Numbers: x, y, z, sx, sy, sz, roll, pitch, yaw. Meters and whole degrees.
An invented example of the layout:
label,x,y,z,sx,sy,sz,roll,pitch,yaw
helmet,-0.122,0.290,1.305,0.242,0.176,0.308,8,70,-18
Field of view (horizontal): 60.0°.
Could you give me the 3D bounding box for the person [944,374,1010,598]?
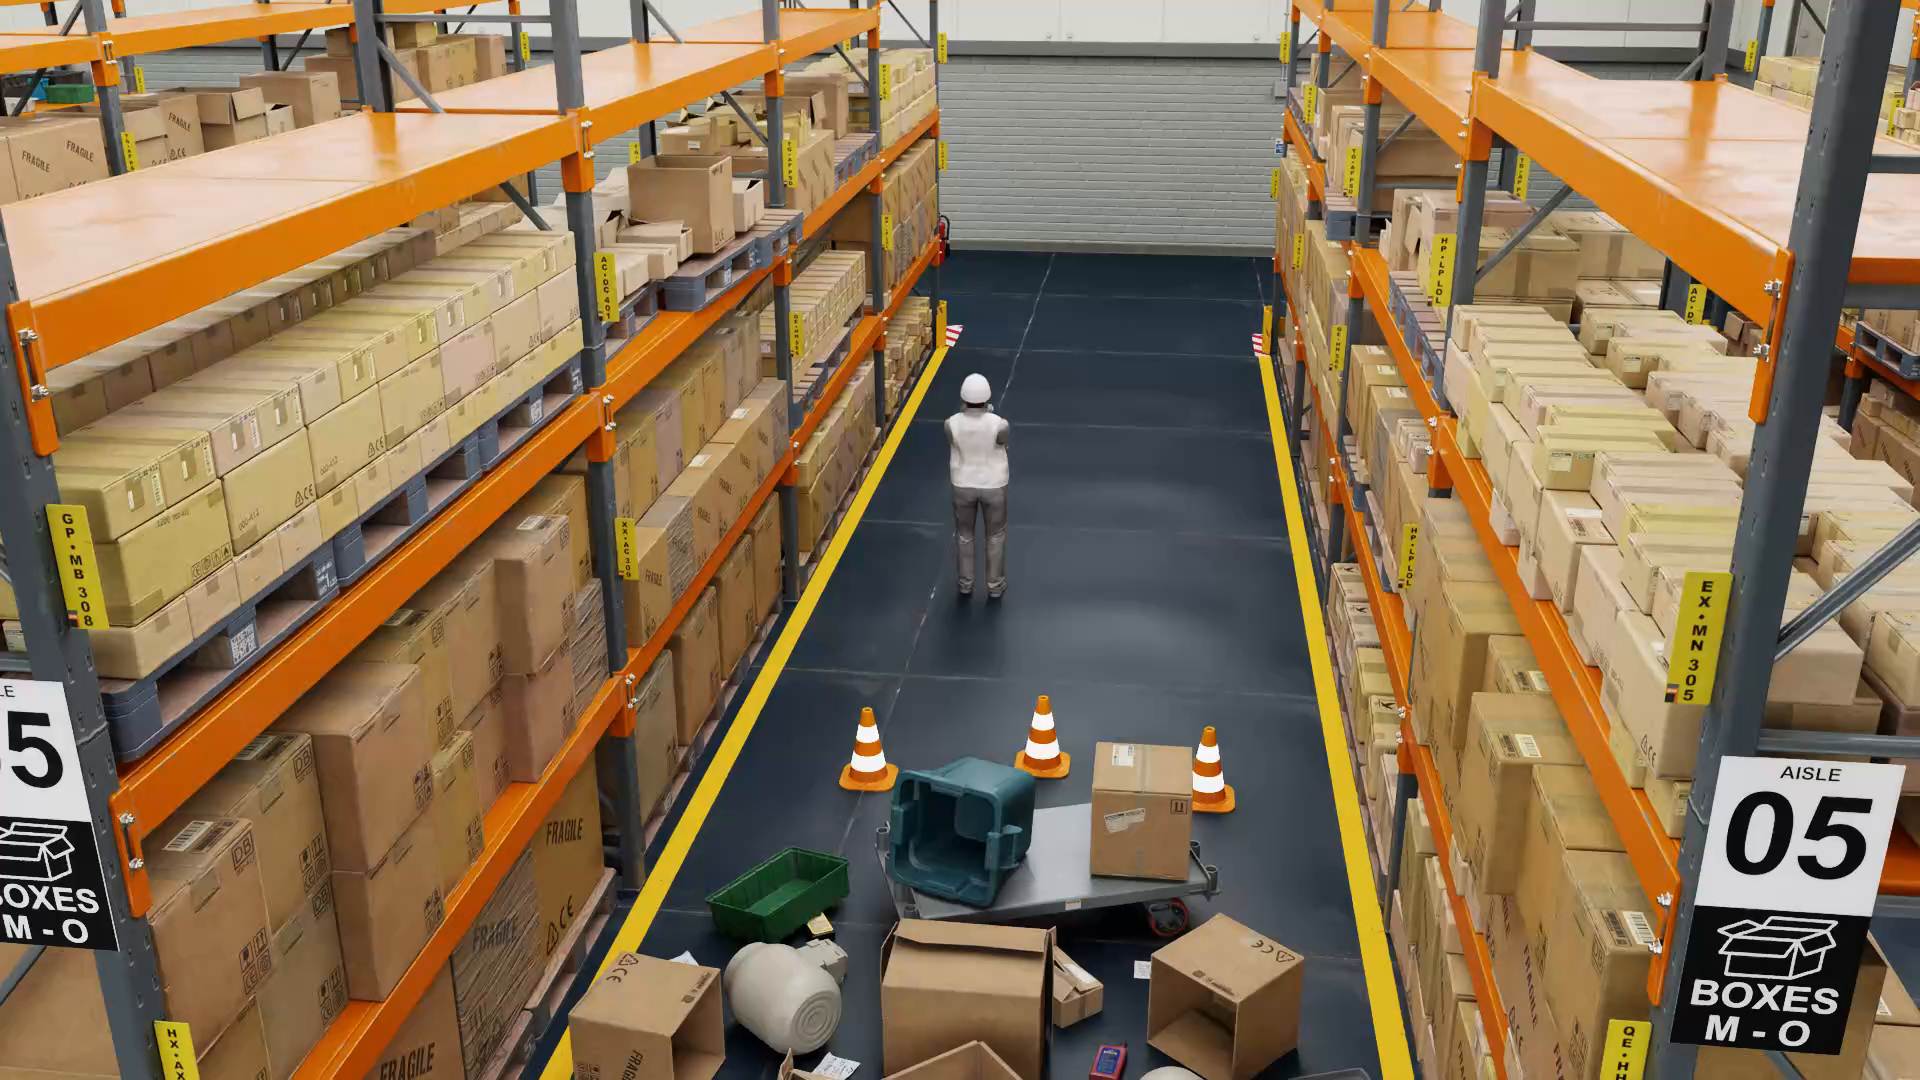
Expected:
label,x,y,z,sx,sy,sz,roll,pitch,yaw
person,0.141,-0.449,12.655,0.494,1.762,0.562,3,21,7
